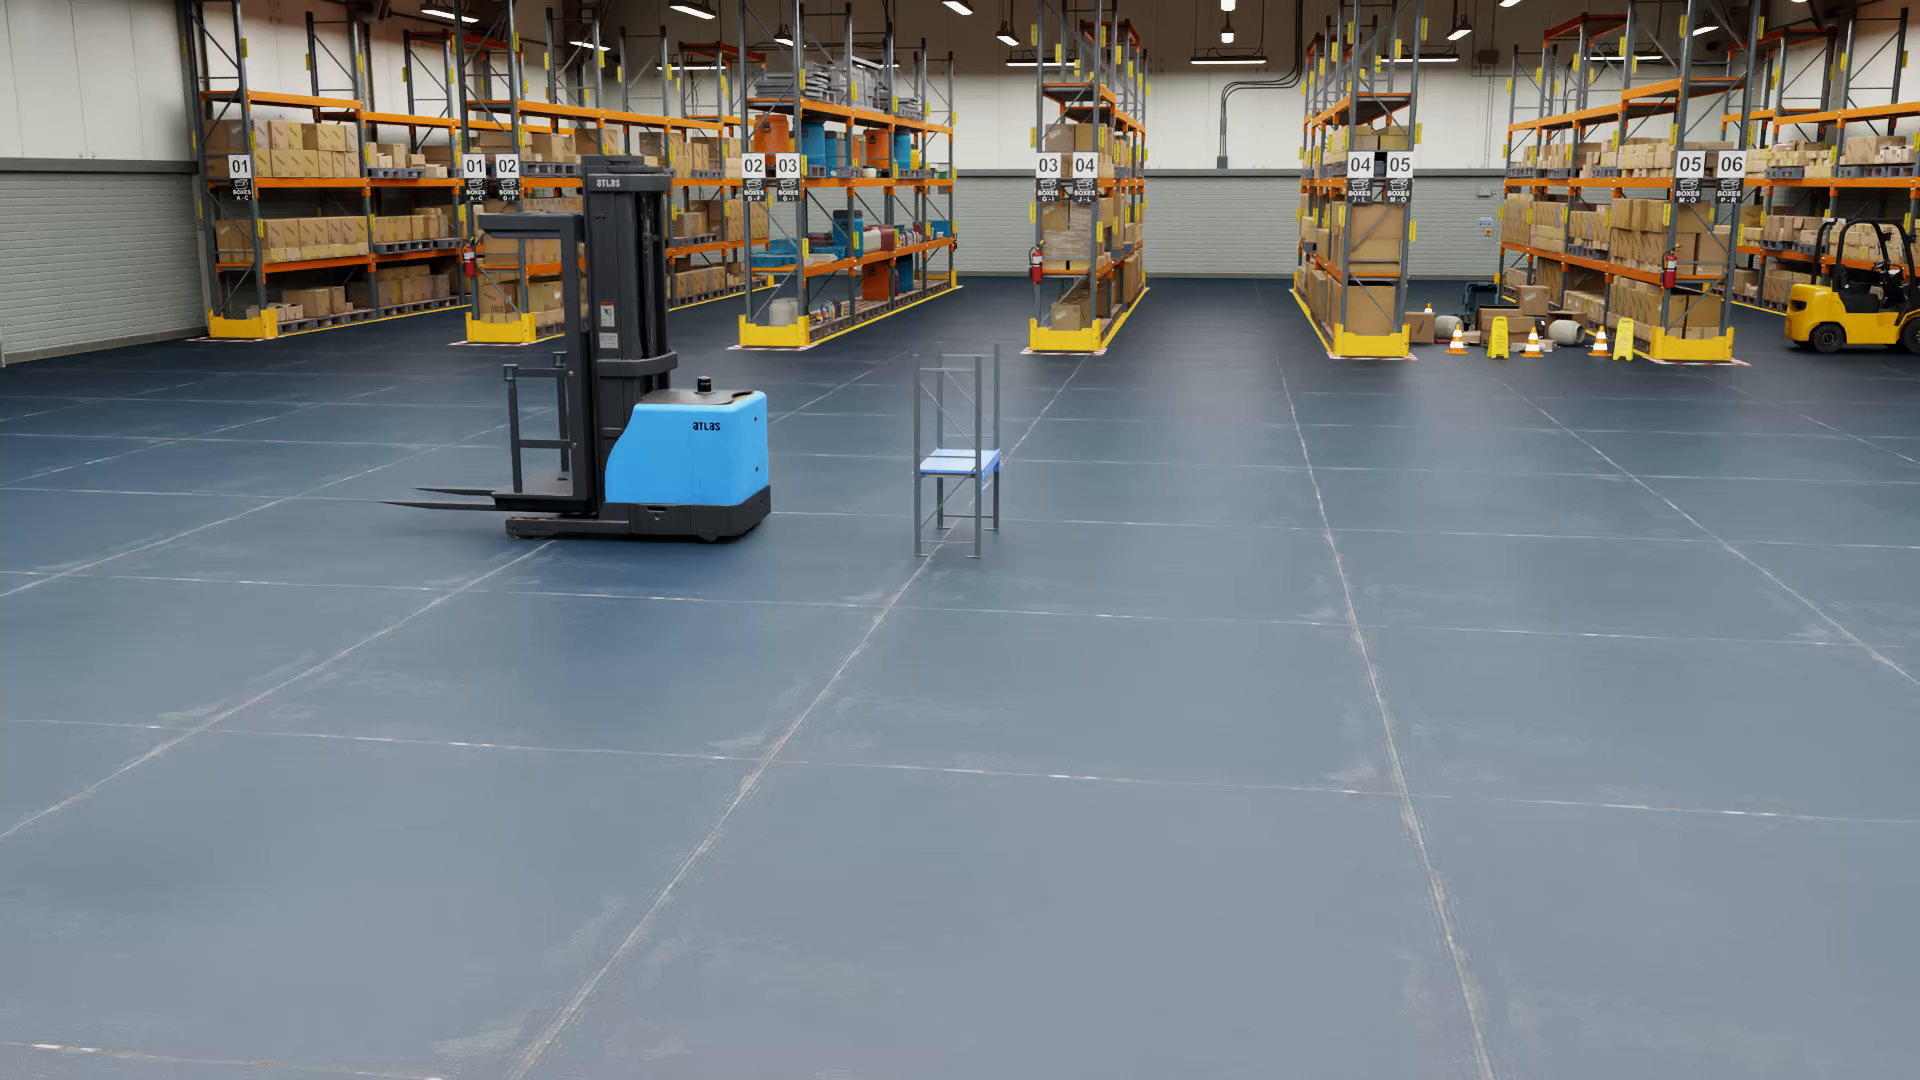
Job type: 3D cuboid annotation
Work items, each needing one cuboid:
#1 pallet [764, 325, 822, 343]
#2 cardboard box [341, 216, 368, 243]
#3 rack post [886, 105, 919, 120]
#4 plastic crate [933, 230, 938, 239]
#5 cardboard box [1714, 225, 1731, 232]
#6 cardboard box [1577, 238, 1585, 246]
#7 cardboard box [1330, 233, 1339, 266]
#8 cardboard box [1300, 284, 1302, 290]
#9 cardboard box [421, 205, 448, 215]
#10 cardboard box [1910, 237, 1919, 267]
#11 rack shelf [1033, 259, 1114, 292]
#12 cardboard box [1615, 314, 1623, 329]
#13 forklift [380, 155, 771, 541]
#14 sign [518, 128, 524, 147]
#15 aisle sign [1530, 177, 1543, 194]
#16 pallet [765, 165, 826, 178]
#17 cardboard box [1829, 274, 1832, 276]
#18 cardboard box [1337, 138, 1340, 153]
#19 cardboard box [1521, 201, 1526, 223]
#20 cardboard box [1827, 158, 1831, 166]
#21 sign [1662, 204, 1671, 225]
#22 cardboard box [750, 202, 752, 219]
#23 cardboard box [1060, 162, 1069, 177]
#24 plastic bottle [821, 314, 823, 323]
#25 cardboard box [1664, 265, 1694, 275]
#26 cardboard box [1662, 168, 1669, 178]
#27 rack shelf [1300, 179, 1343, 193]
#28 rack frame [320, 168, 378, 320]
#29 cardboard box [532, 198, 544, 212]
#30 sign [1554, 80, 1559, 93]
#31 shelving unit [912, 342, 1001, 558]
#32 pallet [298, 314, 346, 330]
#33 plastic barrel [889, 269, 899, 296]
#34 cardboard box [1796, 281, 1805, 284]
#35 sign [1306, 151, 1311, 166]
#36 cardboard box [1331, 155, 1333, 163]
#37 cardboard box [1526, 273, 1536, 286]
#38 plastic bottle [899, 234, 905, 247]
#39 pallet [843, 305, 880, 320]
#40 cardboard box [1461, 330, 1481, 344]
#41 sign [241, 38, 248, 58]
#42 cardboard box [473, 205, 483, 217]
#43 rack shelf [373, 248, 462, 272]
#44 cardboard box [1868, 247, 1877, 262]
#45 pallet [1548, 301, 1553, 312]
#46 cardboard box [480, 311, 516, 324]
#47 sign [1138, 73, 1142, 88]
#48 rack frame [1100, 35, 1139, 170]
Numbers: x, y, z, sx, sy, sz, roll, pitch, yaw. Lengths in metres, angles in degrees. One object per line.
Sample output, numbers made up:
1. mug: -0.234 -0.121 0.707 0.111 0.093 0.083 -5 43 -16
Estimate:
1. pallet: -3.053 -3.624 29.310 1.003 0.211 1.213 2 12 9
2. cardboard box: -12.090 -6.149 32.936 0.500 0.500 0.500 2 12 9
3. rack post: -1.489 -9.562 37.189 0.937 0.300 0.954 3 13 15
4. plastic crate: -0.750 -7.644 41.596 0.416 0.233 0.300 2 12 9
5. cardboard box: 18.567 -7.477 40.216 0.500 0.250 0.500 2 12 9
6. cardboard box: 12.307 -5.836 32.553 0.380 0.149 0.250 2 12 9
7. cardboard box: 6.939 -5.064 29.015 0.875 0.550 0.550 2 12 9
8. cardboard box: 8.359 -6.077 39.841 0.380 0.149 0.250 2 12 9
9. cardboard box: -11.894 -7.461 37.723 0.500 0.250 0.500 2 12 10
10. cardboard box: 16.732 -4.957 28.638 0.500 0.500 0.500 2 12 7
11. rack shelf: 2.053 -4.705 29.415 1.077 0.370 4.000 2 12 9
12. cardboard box: 11.724 -3.788 28.980 0.500 0.250 0.500 3 12 12
13. forklift: -3.119 -1.545 13.203 3.031 2.935 1.130 2 12 8
14. sign: -7.495 -6.876 28.394 0.100 0.325 0.005 2 12 9
15. aisle sign: 14.316 -8.926 41.121 0.394 0.787 0.004 2 12 9
16. pallet: -2.925 -6.344 28.640 1.003 0.211 1.213 2 12 9
17. cardboard box: 18.213 -5.442 34.522 0.380 0.149 0.250 2 12 7
18. cardboard box: 6.664 -6.676 28.147 0.500 0.250 0.500 2 12 9
19. cardboard box: 13.269 -7.568 38.379 0.500 0.500 0.500 2 12 8
20. cardboard box: 17.549 -7.548 33.186 0.380 0.149 0.250 2 12 7
21. sign: 10.992 -5.062 25.865 0.100 0.325 0.005 2 12 9
22. cardboard box: -5.610 -8.409 42.282 0.500 0.500 0.500 2 12 10
23. cardboard box: 1.568 -6.142 27.611 0.500 0.250 0.500 2 12 10
24. plastic bottle: -2.546 -4.037 30.205 0.097 0.201 0.097 0 12 0
25. cardboard box: 11.384 -4.282 26.337 0.380 0.149 0.250 2 12 11
26. cardboard box: 11.322 -5.799 26.259 0.380 0.149 0.250 2 12 9
27. rack shelf: 8.784 -8.488 39.846 1.077 0.370 4.000 2 12 9
28. rack frame: -12.323 -5.955 33.505 1.000 3.000 0.127 2 12 9
29. cardboard box: -7.874 -5.863 29.762 0.700 0.500 0.500 2 12 7
30. sign: 14.532 -11.058 40.538 0.100 0.325 0.005 2 12 9
31. shelving unit: -0.013 -0.715 12.753 0.538 1.500 1.048 2 12 9
32. pallet: -12.576 -4.196 31.963 1.003 0.211 1.213 2 12 9
33. plastic barrel: -1.686 -5.830 37.655 0.600 0.588 0.708 2 12 9
34. cardboard box: 17.691 -5.116 34.549 0.500 0.500 0.500 2 12 11
35. sign: 7.939 -8.692 37.859 0.100 0.325 0.005 2 12 9
36. cardboard box: 6.854 -6.825 29.783 0.380 0.149 0.250 2 12 8
37. cardboard box: 13.586 -5.898 38.324 0.875 0.438 0.875 2 12 8
38. plastic bottle: -1.319 -6.774 37.601 0.152 0.276 0.135 2 12 9
39. pallet: -2.266 -4.690 34.255 1.003 0.211 1.213 2 12 9
40. cardboard box: 8.801 -3.538 28.778 0.396 0.266 0.258 4 13 18
41. sign: -12.402 -8.533 28.821 0.100 0.325 0.005 2 12 9
42. cardboard box: -11.301 -7.556 38.165 0.500 0.250 0.500 2 12 8
43. rack shelf: -12.015 -6.020 35.513 1.077 0.370 4.000 2 12 9
44. cardboard box: 17.055 -5.240 30.542 0.500 0.250 0.500 2 12 9
45. pallet: 13.154 -5.037 35.864 1.003 0.211 1.213 2 12 9
46. cardboard box: -8.252 -3.945 29.708 0.500 0.250 0.500 2 12 9
47. sign: 4.129 -10.552 38.189 0.100 0.325 0.005 2 12 9
48. rack frame: 3.591 -10.071 38.366 1.000 3.000 0.127 2 12 9
